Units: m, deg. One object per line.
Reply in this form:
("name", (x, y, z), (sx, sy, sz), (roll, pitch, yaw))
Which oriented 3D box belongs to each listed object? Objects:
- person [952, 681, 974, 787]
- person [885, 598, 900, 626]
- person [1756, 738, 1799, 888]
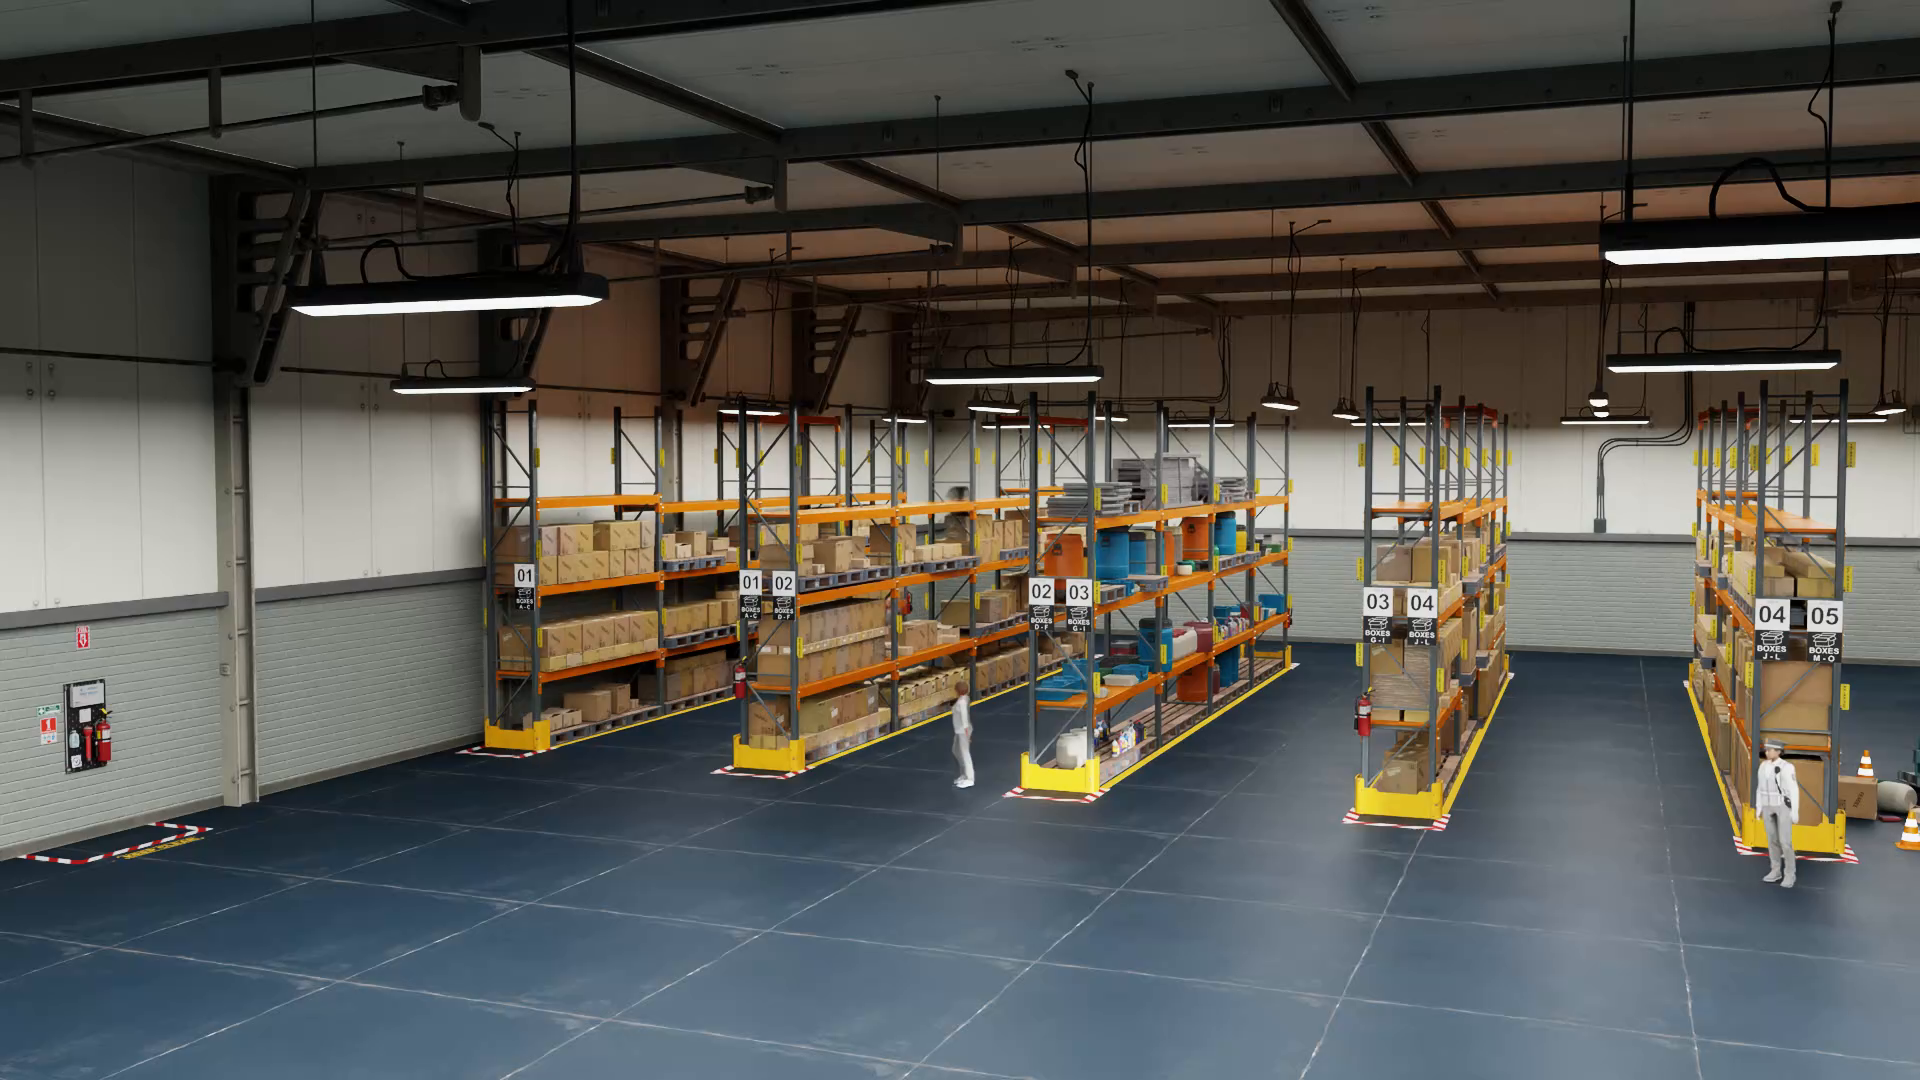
("person", (0.040, 2.942, 25.357), (0.346, 1.610, 0.493), (0, 3, -2))
("person", (-1.649, 2.219, 38.734), (0.696, 1.720, 1.129), (1, 3, 13))
("person", (9.651, 3.206, 19.641), (0.348, 1.719, 0.566), (-1, 3, -25))
